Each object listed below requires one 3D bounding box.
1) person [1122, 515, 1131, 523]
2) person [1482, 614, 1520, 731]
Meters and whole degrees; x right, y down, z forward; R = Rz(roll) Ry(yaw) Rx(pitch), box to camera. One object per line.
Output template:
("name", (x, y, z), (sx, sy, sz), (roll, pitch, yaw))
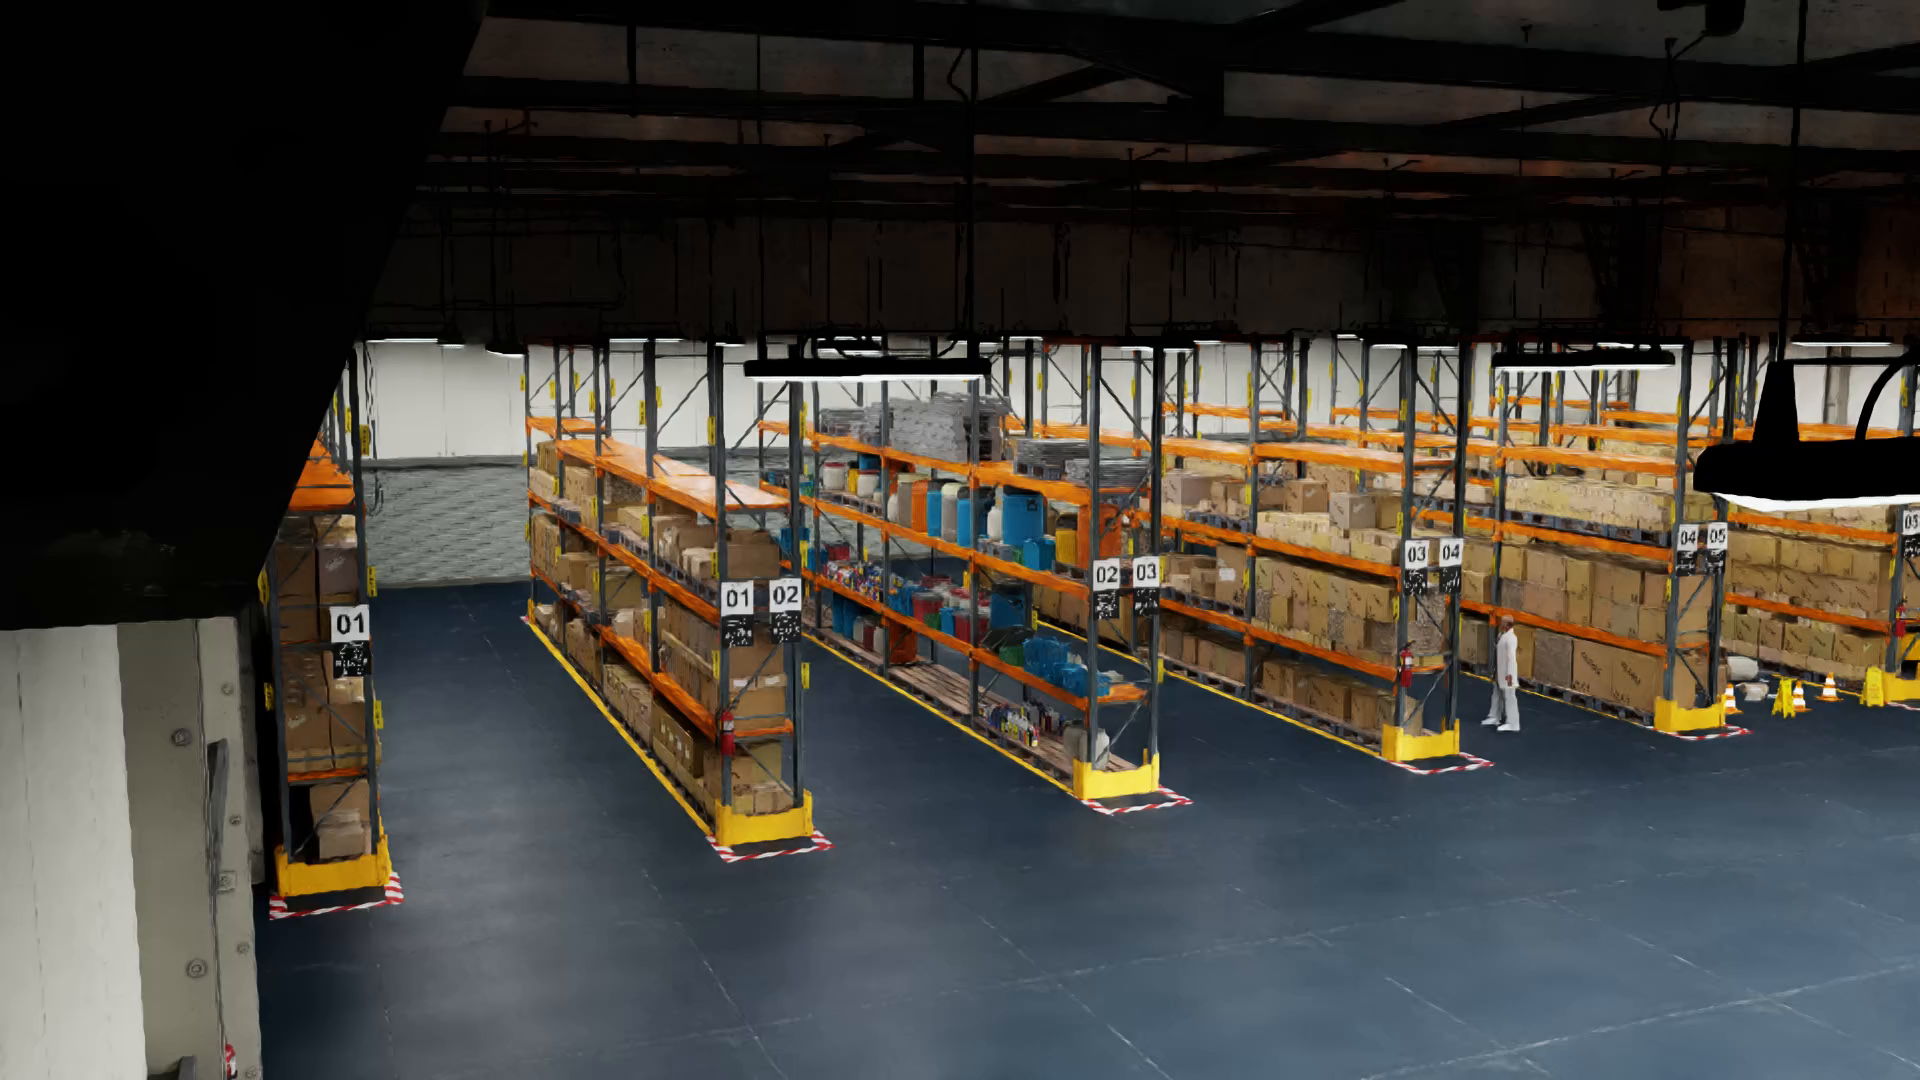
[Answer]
("person", (4.357, -0.398, 44.650), (0.531, 1.600, 0.941), (0, 8, -1))
("person", (8.376, 2.015, 25.662), (0.549, 1.751, 0.636), (1, 8, 7))
